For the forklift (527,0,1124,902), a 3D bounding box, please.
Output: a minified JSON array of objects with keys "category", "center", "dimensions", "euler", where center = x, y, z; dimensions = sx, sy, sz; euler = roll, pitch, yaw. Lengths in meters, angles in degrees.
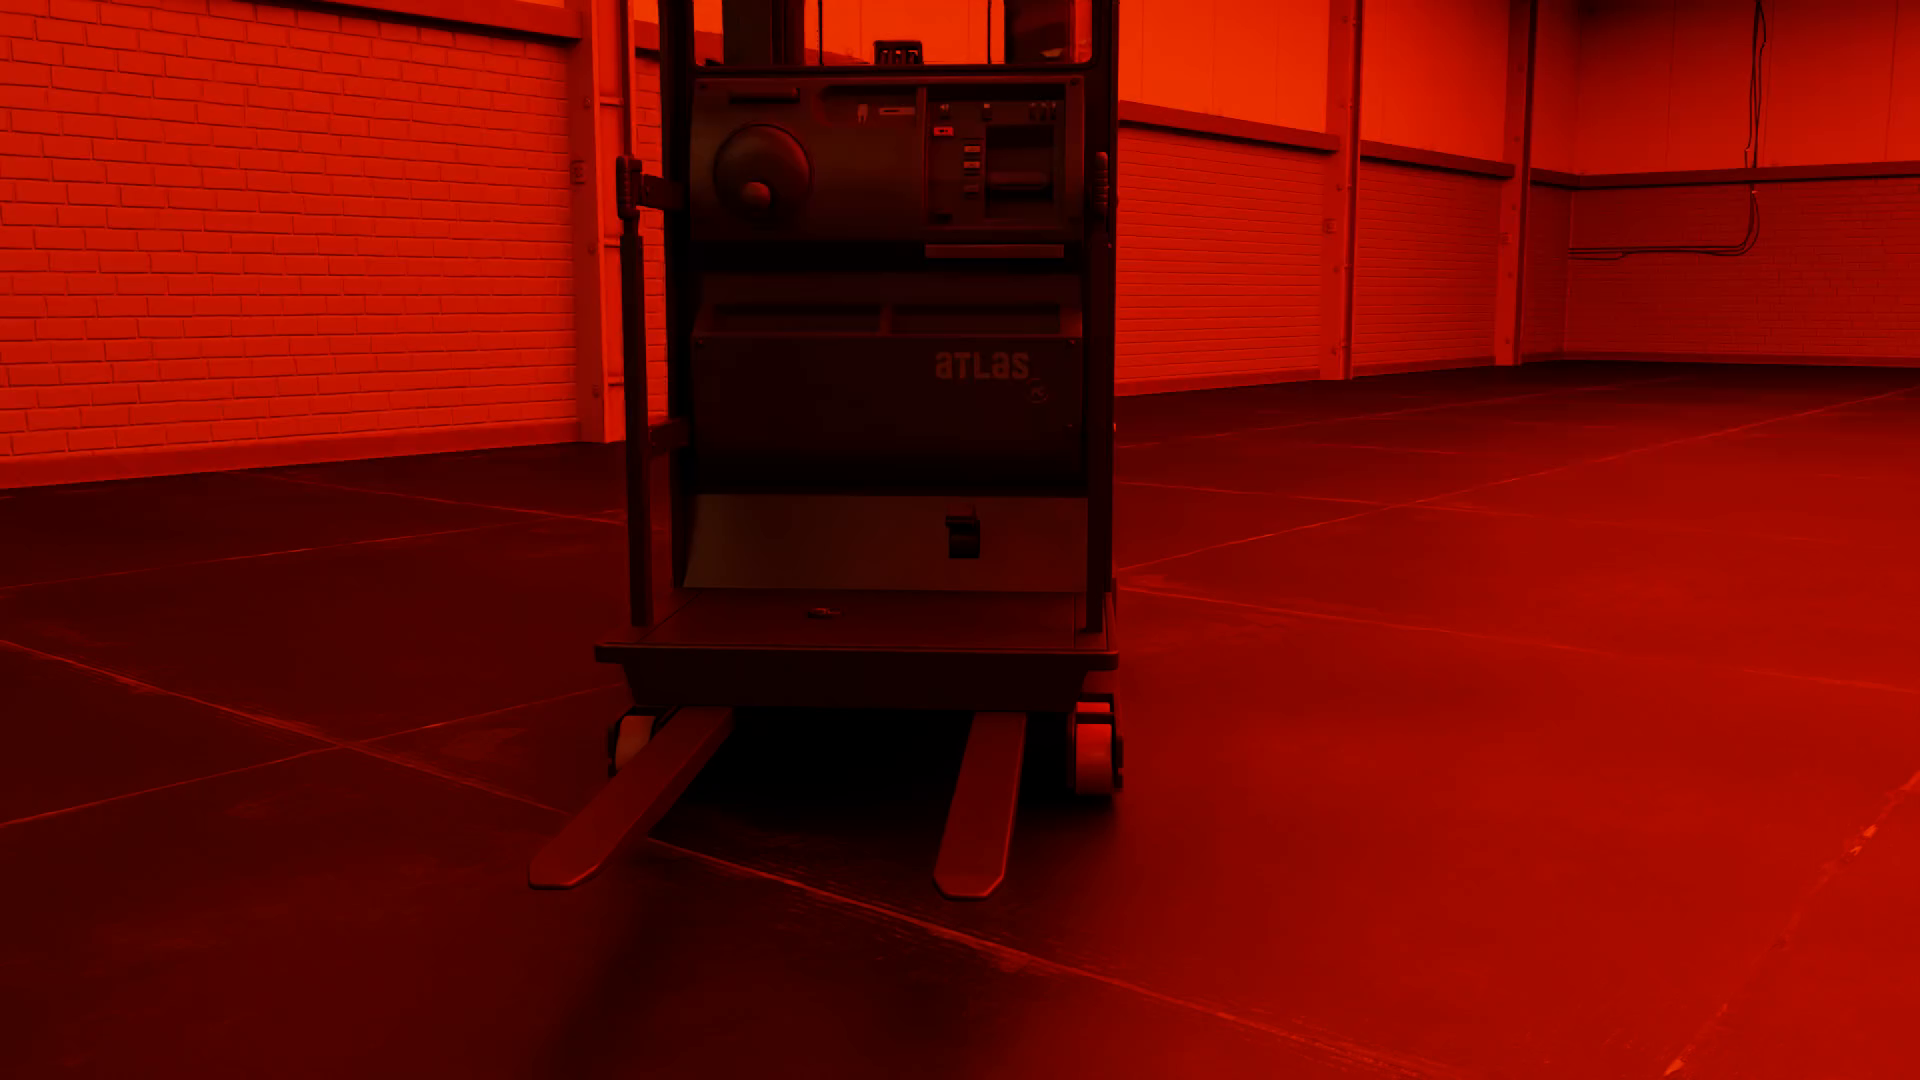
[{"category":"forklift","center":[-0.186,-0.941,3.714],"dimensions":[1.130,2.935,3.031],"euler":[1,8,4]}]
